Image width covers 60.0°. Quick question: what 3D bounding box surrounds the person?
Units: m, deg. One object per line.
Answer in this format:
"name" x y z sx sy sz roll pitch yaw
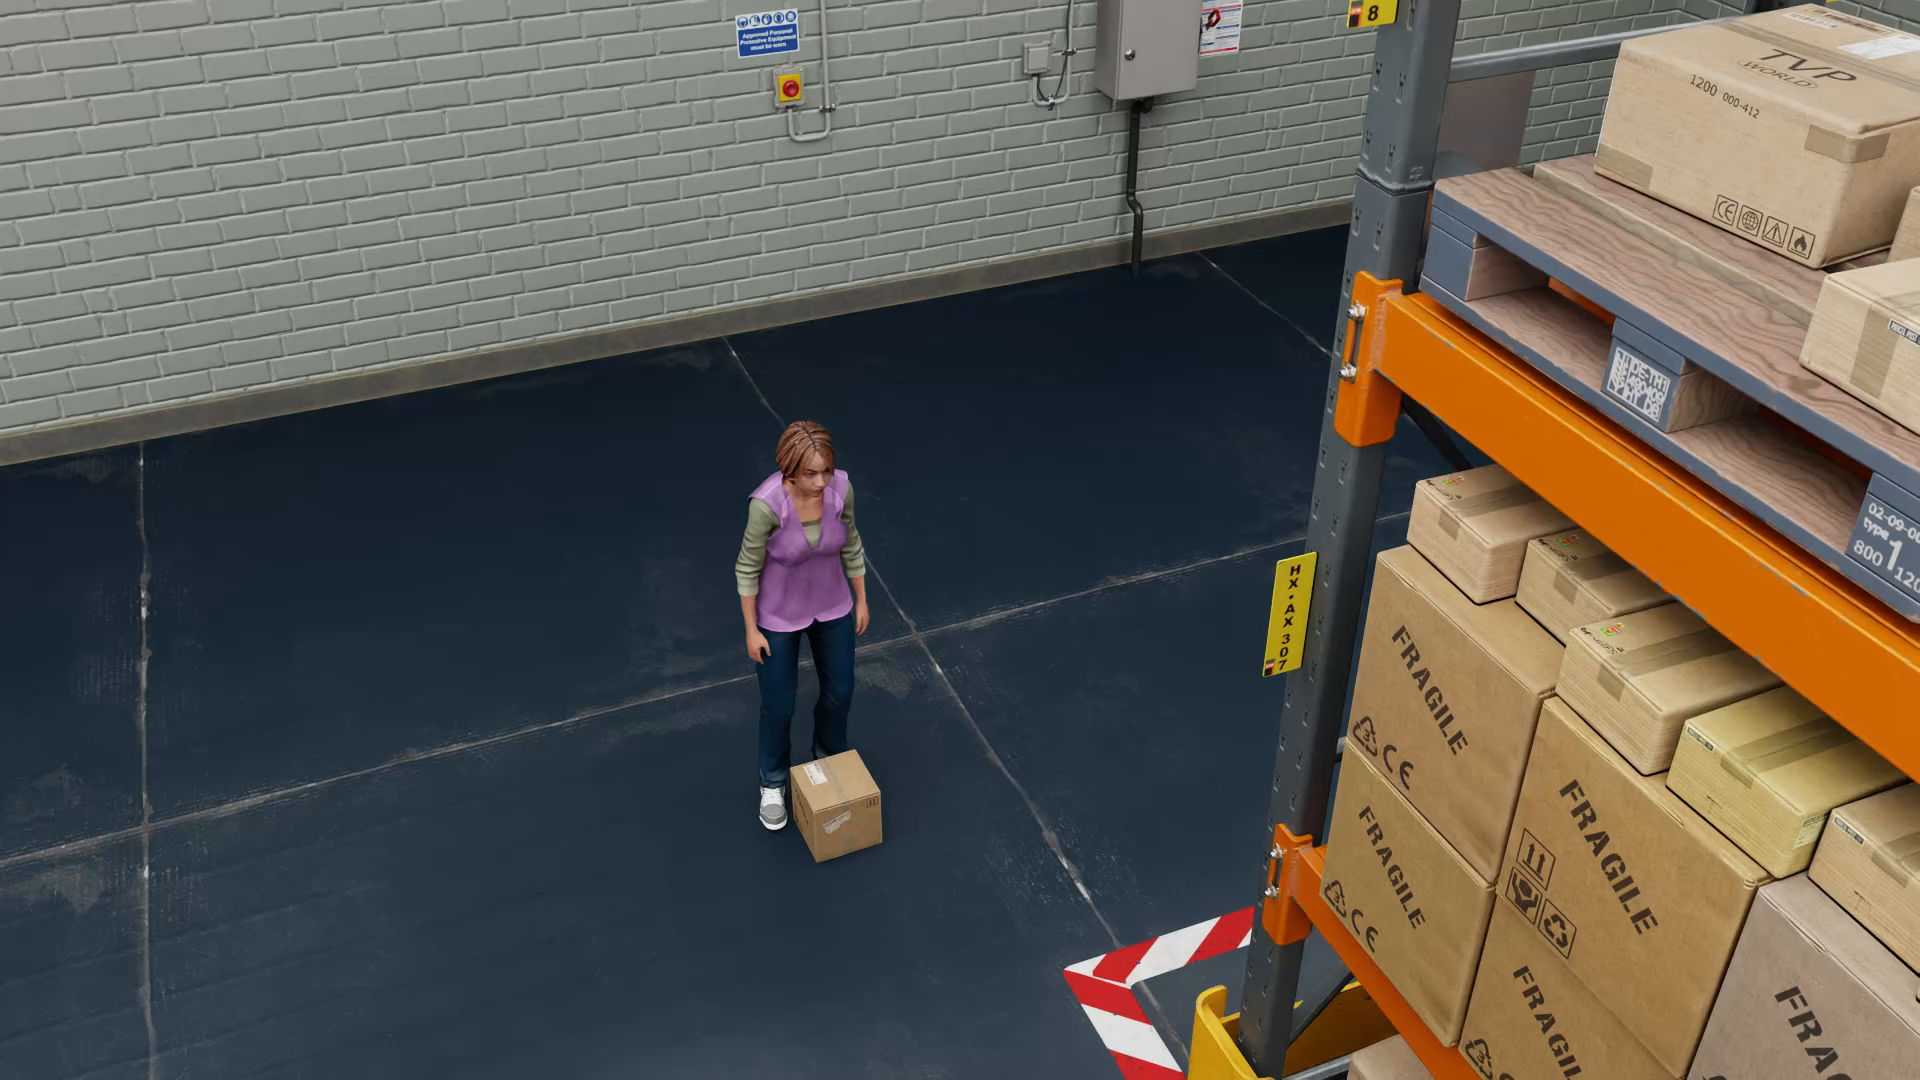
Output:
"person" -0.532 0.279 5.737 0.484 1.593 0.375 -15 37 -21
